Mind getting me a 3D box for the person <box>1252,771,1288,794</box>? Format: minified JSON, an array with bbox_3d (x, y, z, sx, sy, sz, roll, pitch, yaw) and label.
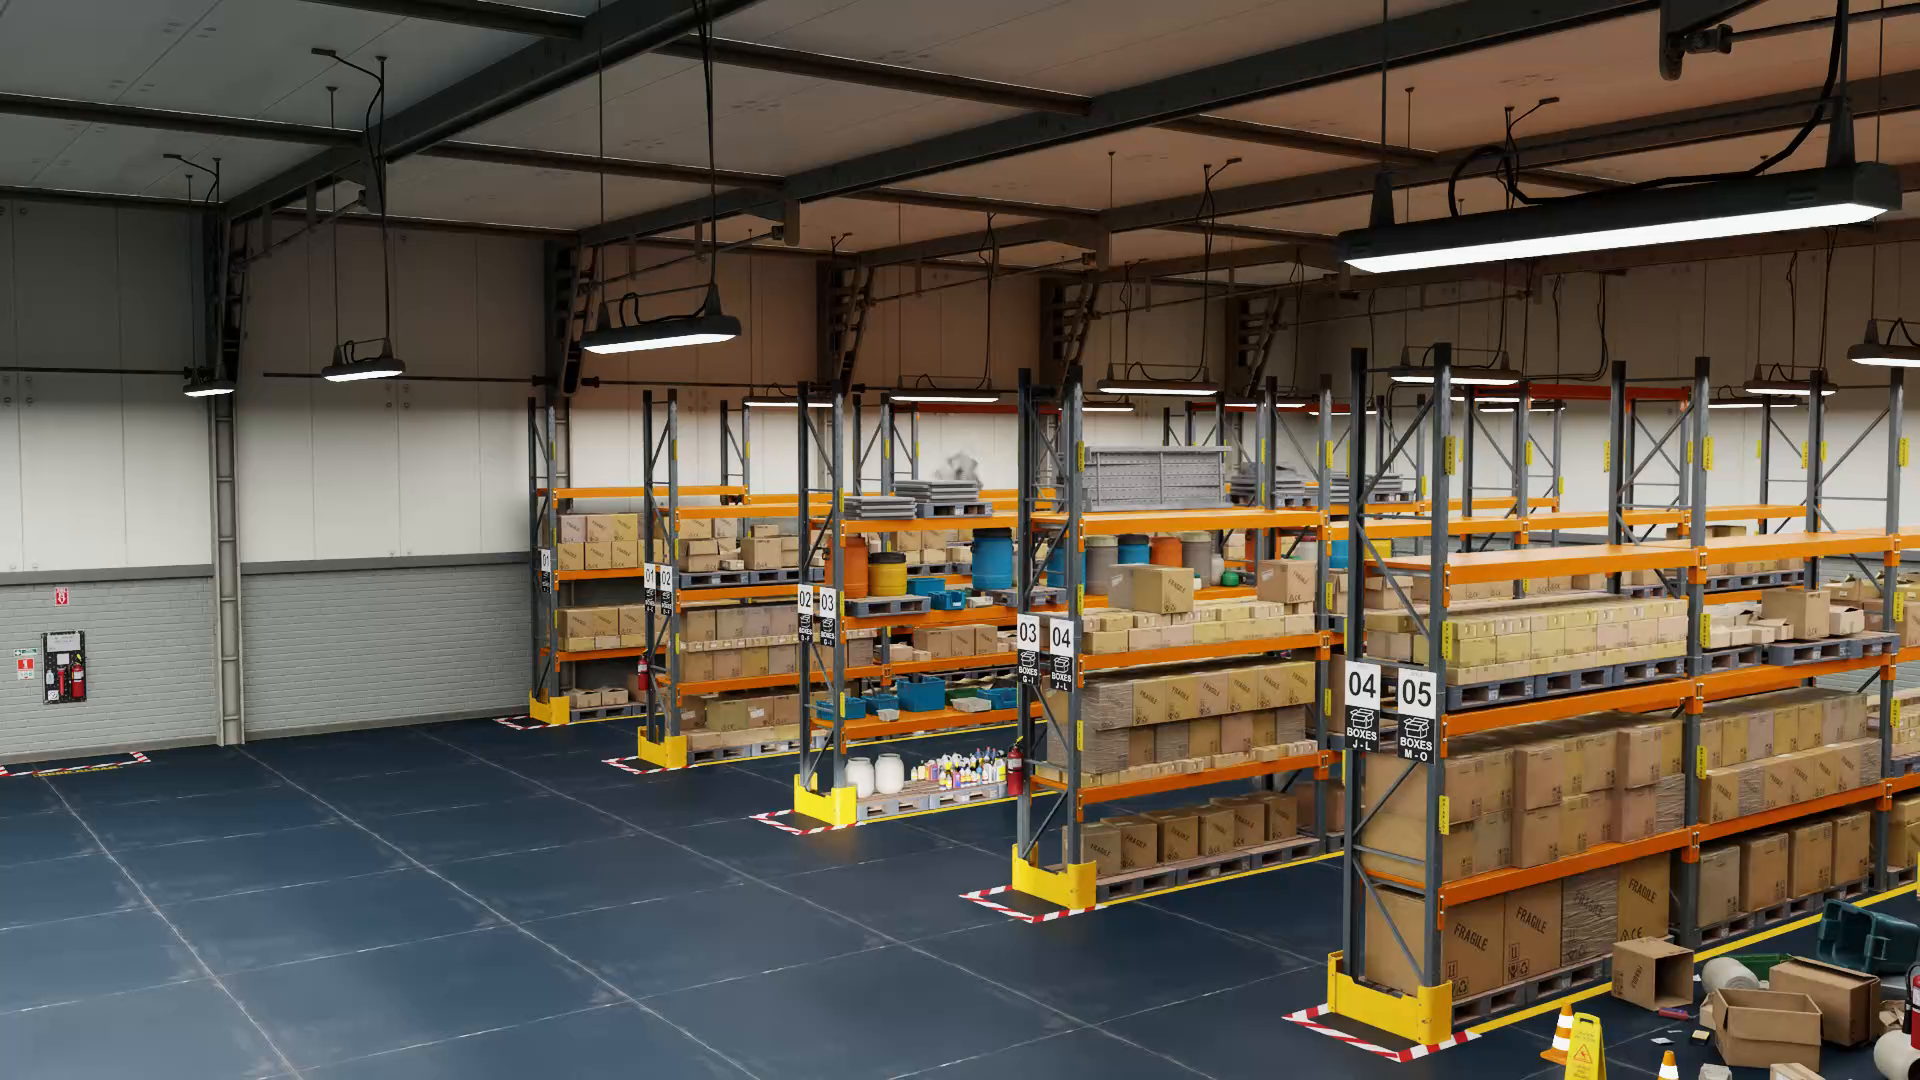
[{"bbox_3d":[4.278,2.936,22.789,0.652,1.773,0.640,3,5,42],"label":"person"}]
